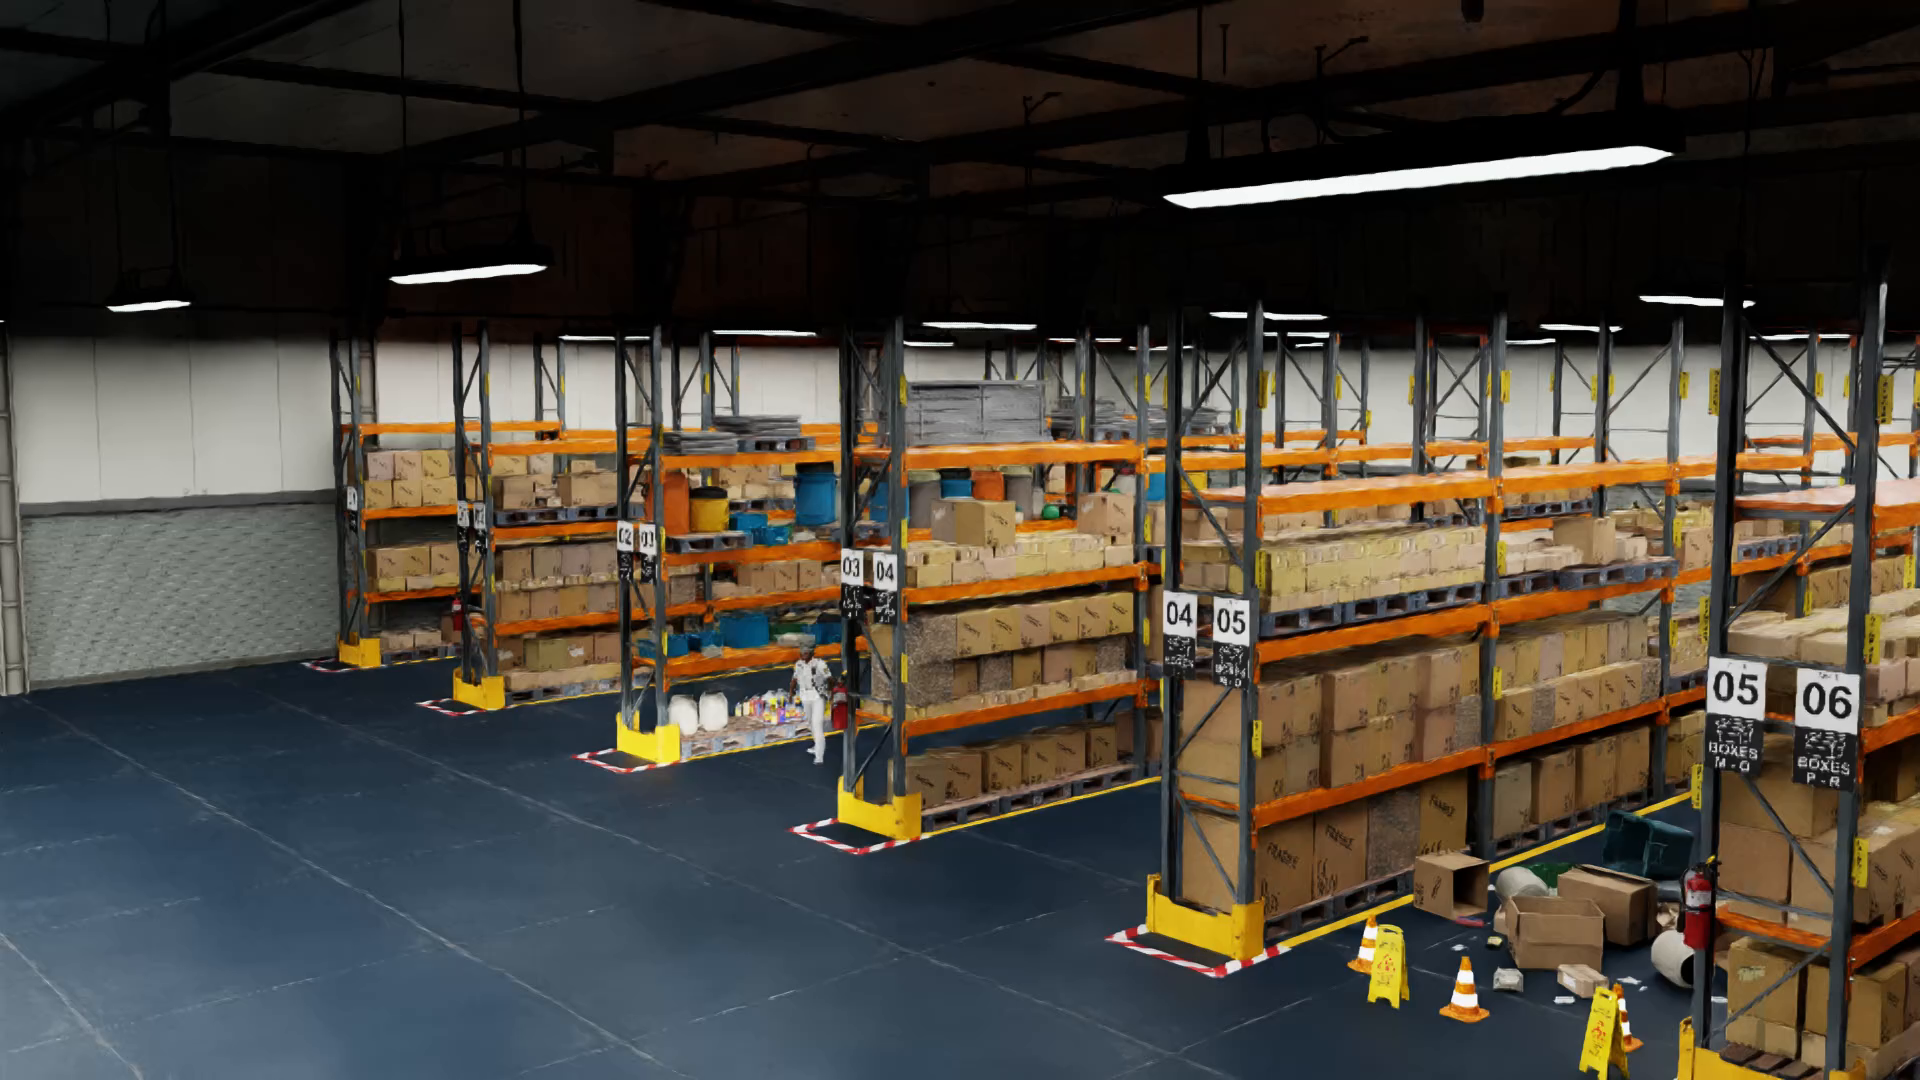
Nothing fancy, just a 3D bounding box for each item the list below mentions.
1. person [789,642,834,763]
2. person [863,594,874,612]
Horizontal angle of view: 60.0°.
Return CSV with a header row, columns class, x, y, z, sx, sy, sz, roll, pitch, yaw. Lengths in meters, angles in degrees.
class,x,y,z,sx,sy,sz,roll,pitch,yaw
person,-1.945,2.142,22.436,0.621,1.606,0.828,3,7,31
person,-1.814,0.975,33.862,0.578,1.714,0.719,-5,8,-44
